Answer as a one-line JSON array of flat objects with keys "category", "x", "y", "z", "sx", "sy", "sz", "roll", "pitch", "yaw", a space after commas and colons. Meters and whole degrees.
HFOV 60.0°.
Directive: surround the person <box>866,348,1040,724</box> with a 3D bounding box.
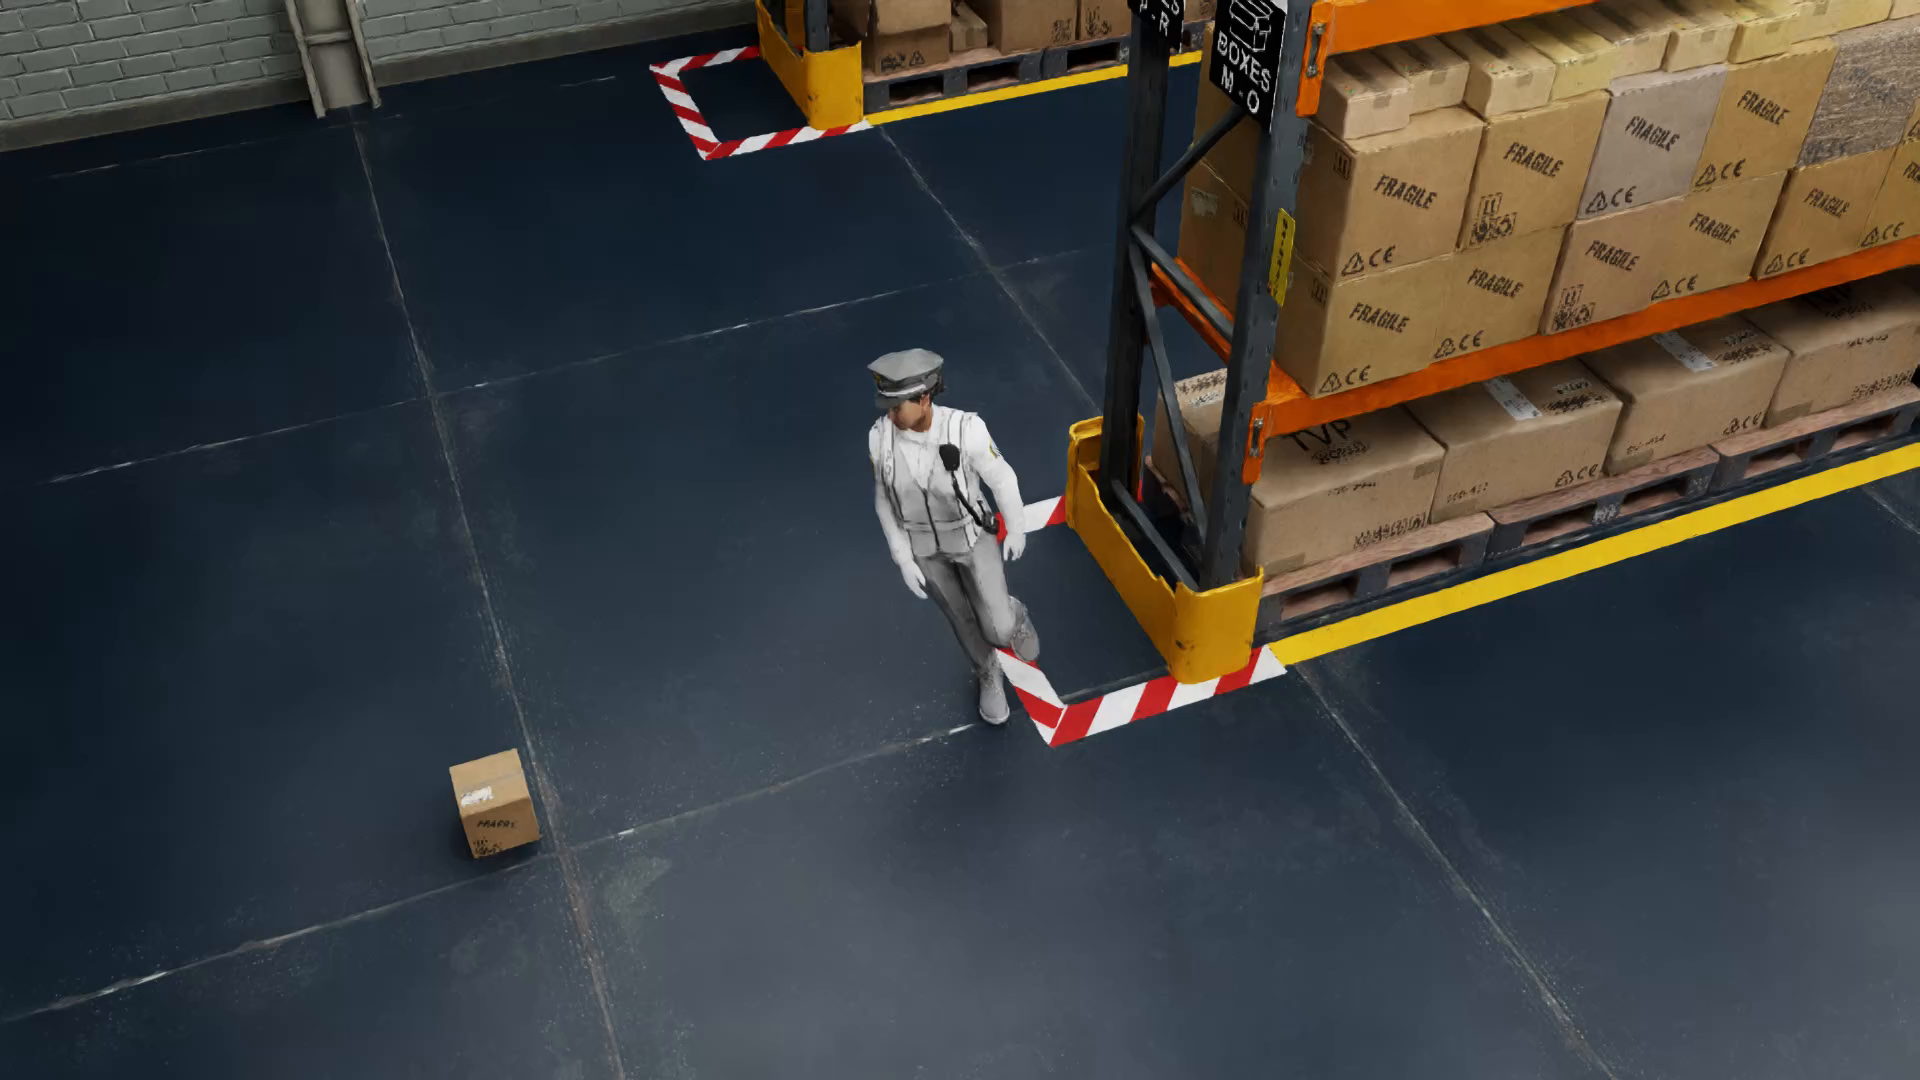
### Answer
[{"category": "person", "x": -0.013, "y": -0.013, "z": 6.169, "sx": 0.625, "sy": 1.625, "sz": 0.473, "roll": 7, "pitch": 43, "yaw": 8}]
